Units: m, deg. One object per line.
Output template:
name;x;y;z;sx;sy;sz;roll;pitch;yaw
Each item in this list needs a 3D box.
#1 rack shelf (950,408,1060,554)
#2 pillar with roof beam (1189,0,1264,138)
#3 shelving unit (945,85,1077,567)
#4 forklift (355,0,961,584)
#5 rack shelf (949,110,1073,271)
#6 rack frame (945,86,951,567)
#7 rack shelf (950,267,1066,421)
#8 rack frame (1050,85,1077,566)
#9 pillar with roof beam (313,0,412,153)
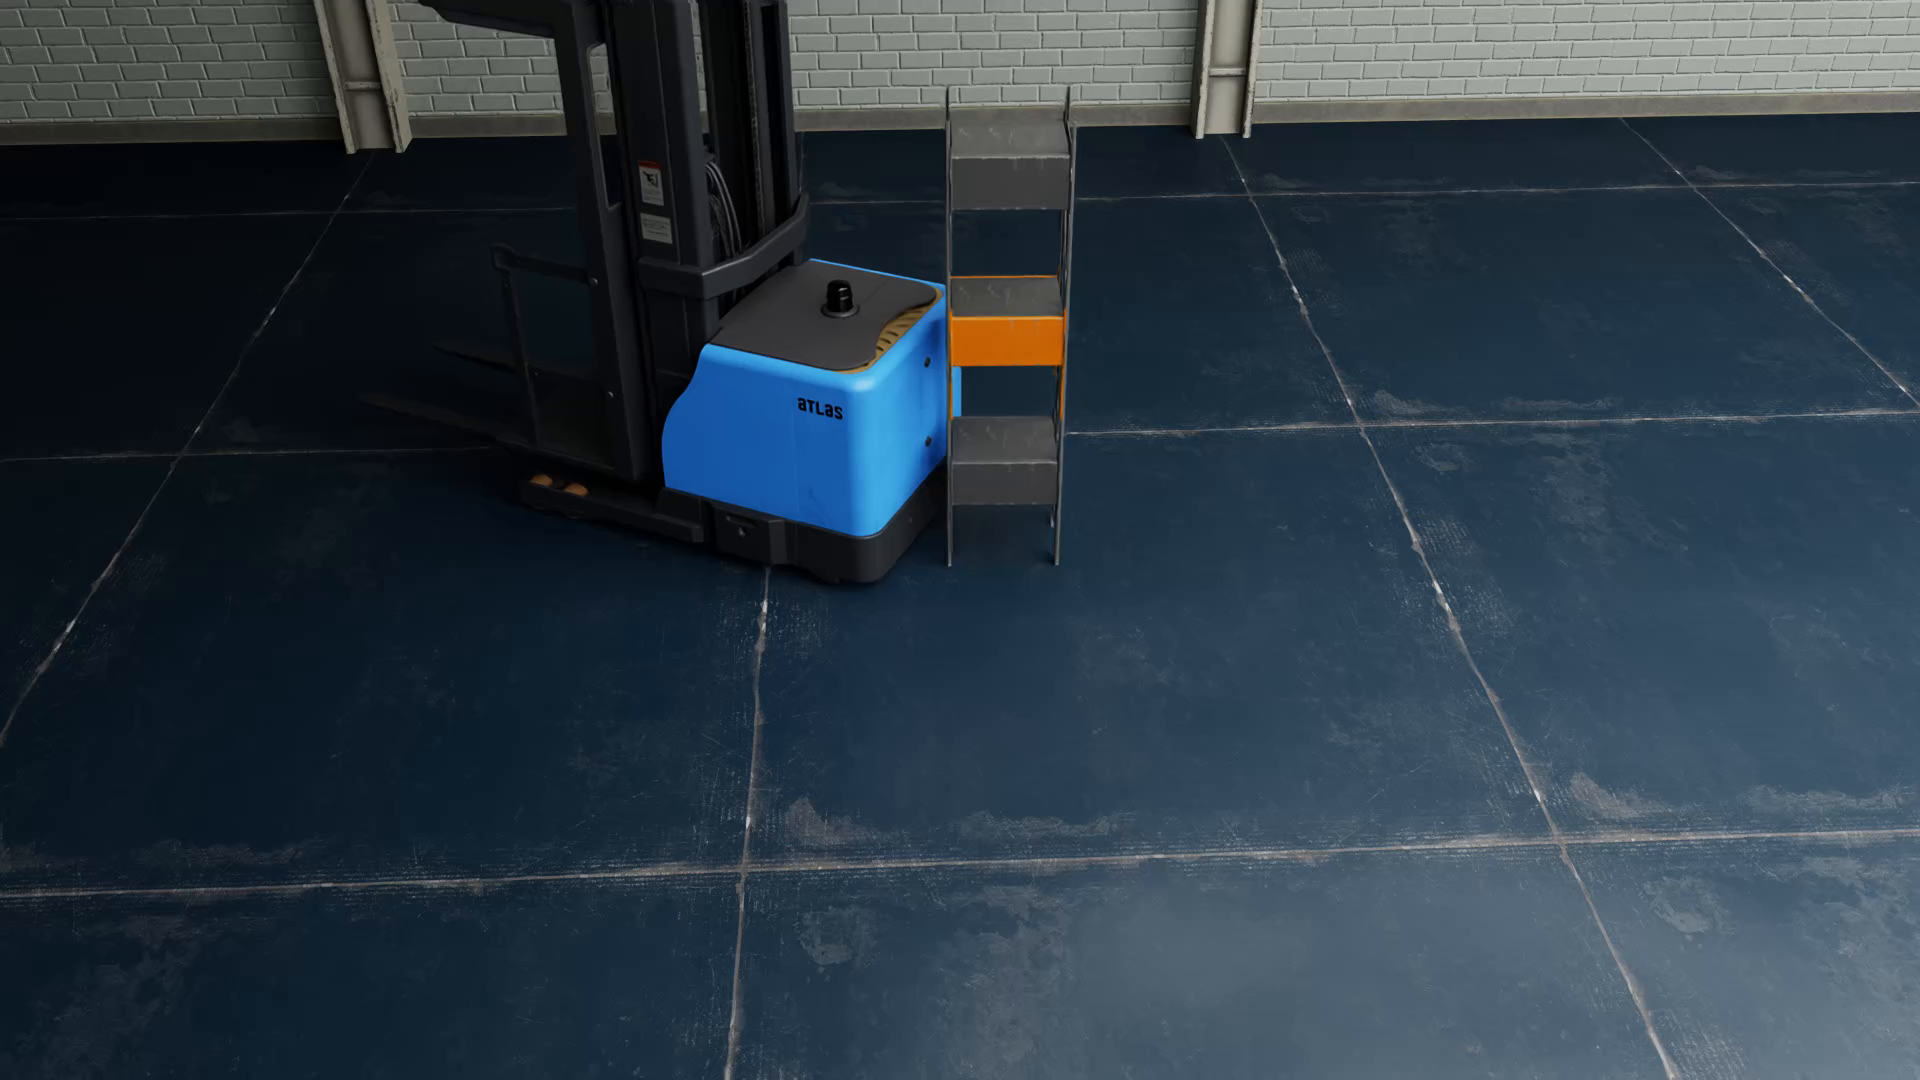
rack shelf;0.194;-0.268;7.546;0.480;0.518;0.431;0;35;-1
pillar with roof beam;2.079;-4.221;5.941;0.400;9.000;9.100;-2;35;-2
shelving unit;0.194;-0.855;7.140;0.503;2.100;0.431;0;35;-1
forklift;-1.542;-1.562;7.432;3.031;2.935;1.130;14;37;20
rack shelf;0.195;-1.419;6.750;0.480;0.518;0.431;0;35;-1
rack frame;-0.050;-0.853;7.137;0.015;2.100;0.400;0;35;-1
rack shelf;0.194;-0.844;7.148;0.480;0.518;0.431;0;35;-1
rack frame;0.438;-0.857;7.143;0.015;2.100;0.400;0;35;-1
pillar with roof beam;-3.914;-4.059;5.708;0.400;9.000;9.100;-2;35;-2
